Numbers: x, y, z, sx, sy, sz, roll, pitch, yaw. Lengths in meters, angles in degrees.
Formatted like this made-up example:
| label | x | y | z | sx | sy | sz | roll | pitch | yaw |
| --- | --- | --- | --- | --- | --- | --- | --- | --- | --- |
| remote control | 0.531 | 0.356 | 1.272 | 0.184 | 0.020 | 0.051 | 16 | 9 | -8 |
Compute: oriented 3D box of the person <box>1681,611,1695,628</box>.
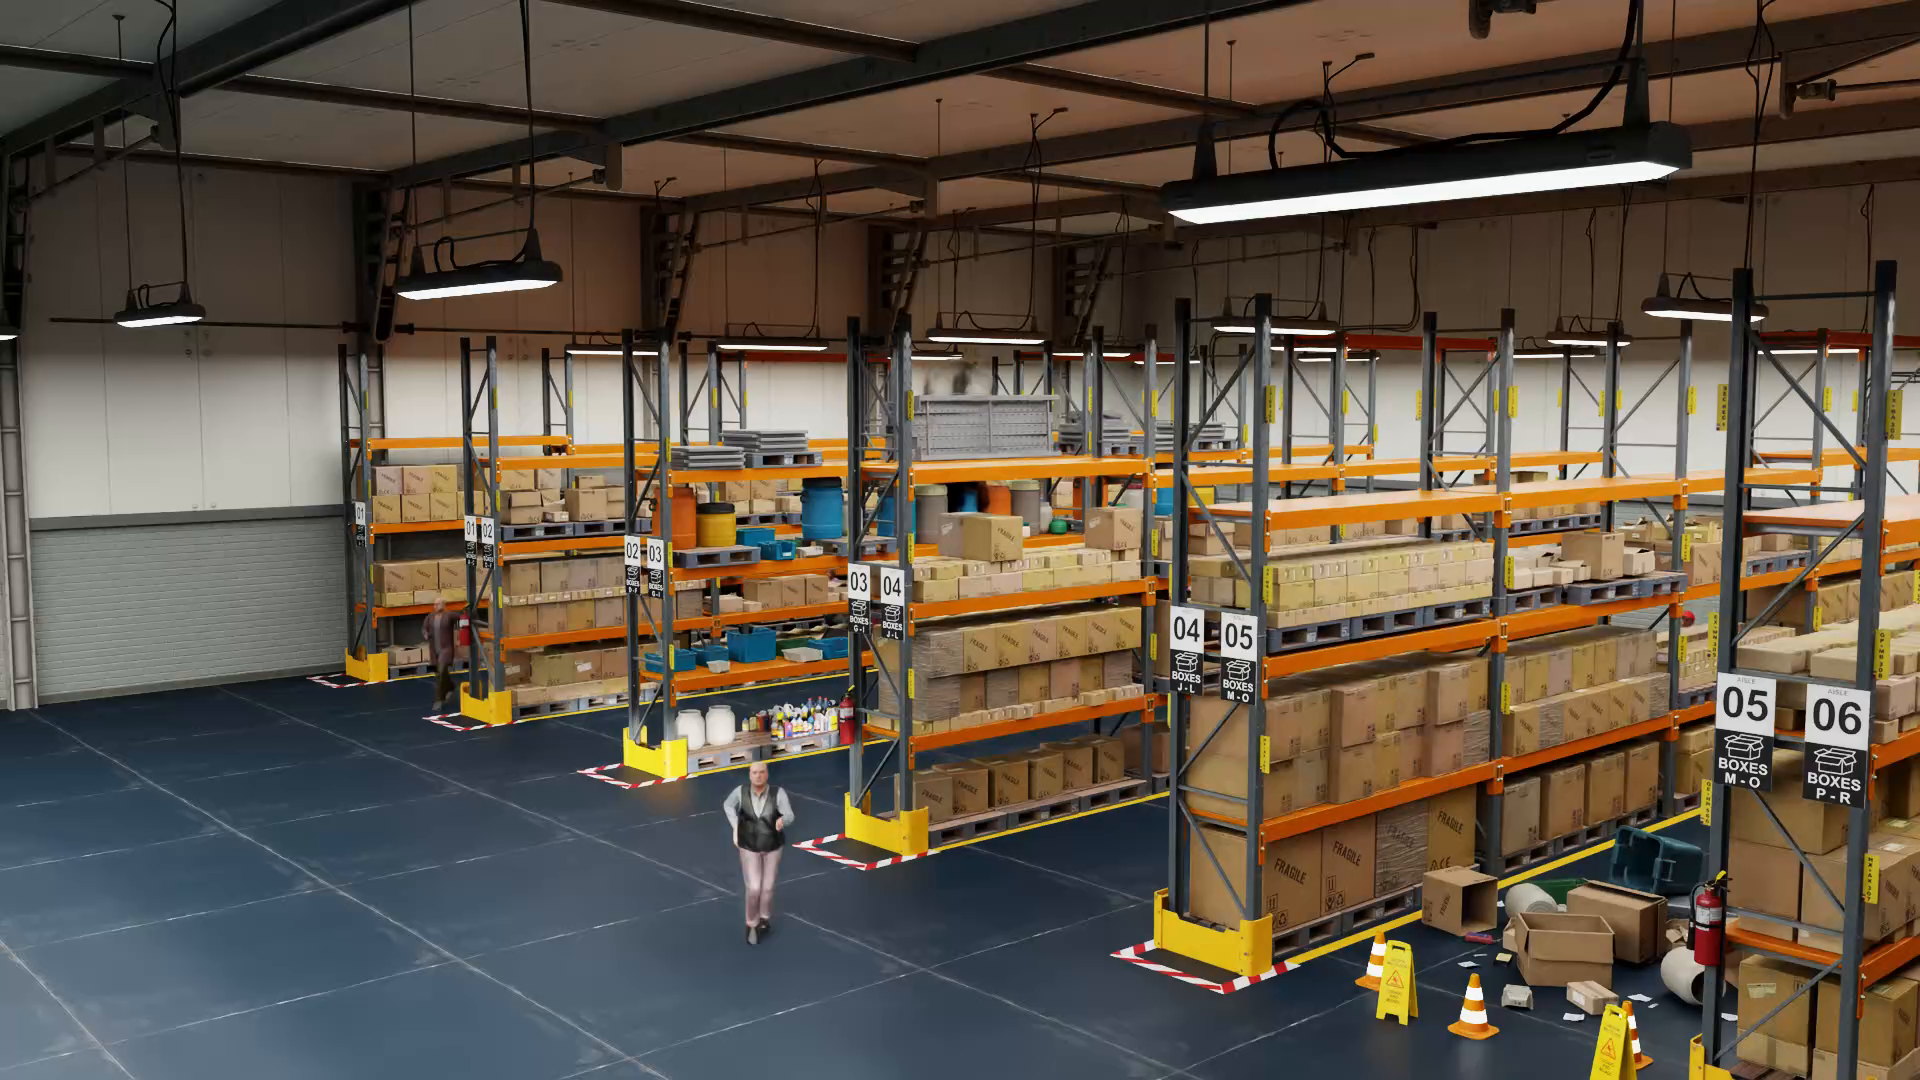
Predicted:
| label | x | y | z | sx | sy | sz | roll | pitch | yaw |
| --- | --- | --- | --- | --- | --- | --- | --- | --- | --- |
| person | 11.165 | 1.990 | 25.524 | 0.679 | 1.839 | 0.842 | 5 | 7 | 42 |

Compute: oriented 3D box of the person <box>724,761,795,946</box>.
| label | x | y | z | sx | sy | sz | roll | pitch | yaw |
| --- | --- | --- | --- | --- | --- | --- | --- | --- | --- |
| person | -1.874 | 2.933 | 15.589 | 0.659 | 1.758 | 0.801 | -1 | 5 | -9 |

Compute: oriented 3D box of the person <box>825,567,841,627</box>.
| label | x | y | z | sx | sy | sz | roll | pitch | yaw |
| --- | --- | --- | --- | --- | --- | --- | --- | --- | --- |
| person | -2.644 | 1.337 | 34.077 | 0.542 | 1.563 | 0.533 | 4 | 6 | 36 |

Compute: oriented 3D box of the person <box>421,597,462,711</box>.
| label | x | y | z | sx | sy | sz | roll | pitch | yaw |
| --- | --- | --- | --- | --- | --- | --- | --- | --- | --- |
| person | -8.459 | 1.843 | 27.264 | 0.735 | 1.841 | 0.907 | 1 | 5 | 15 |
